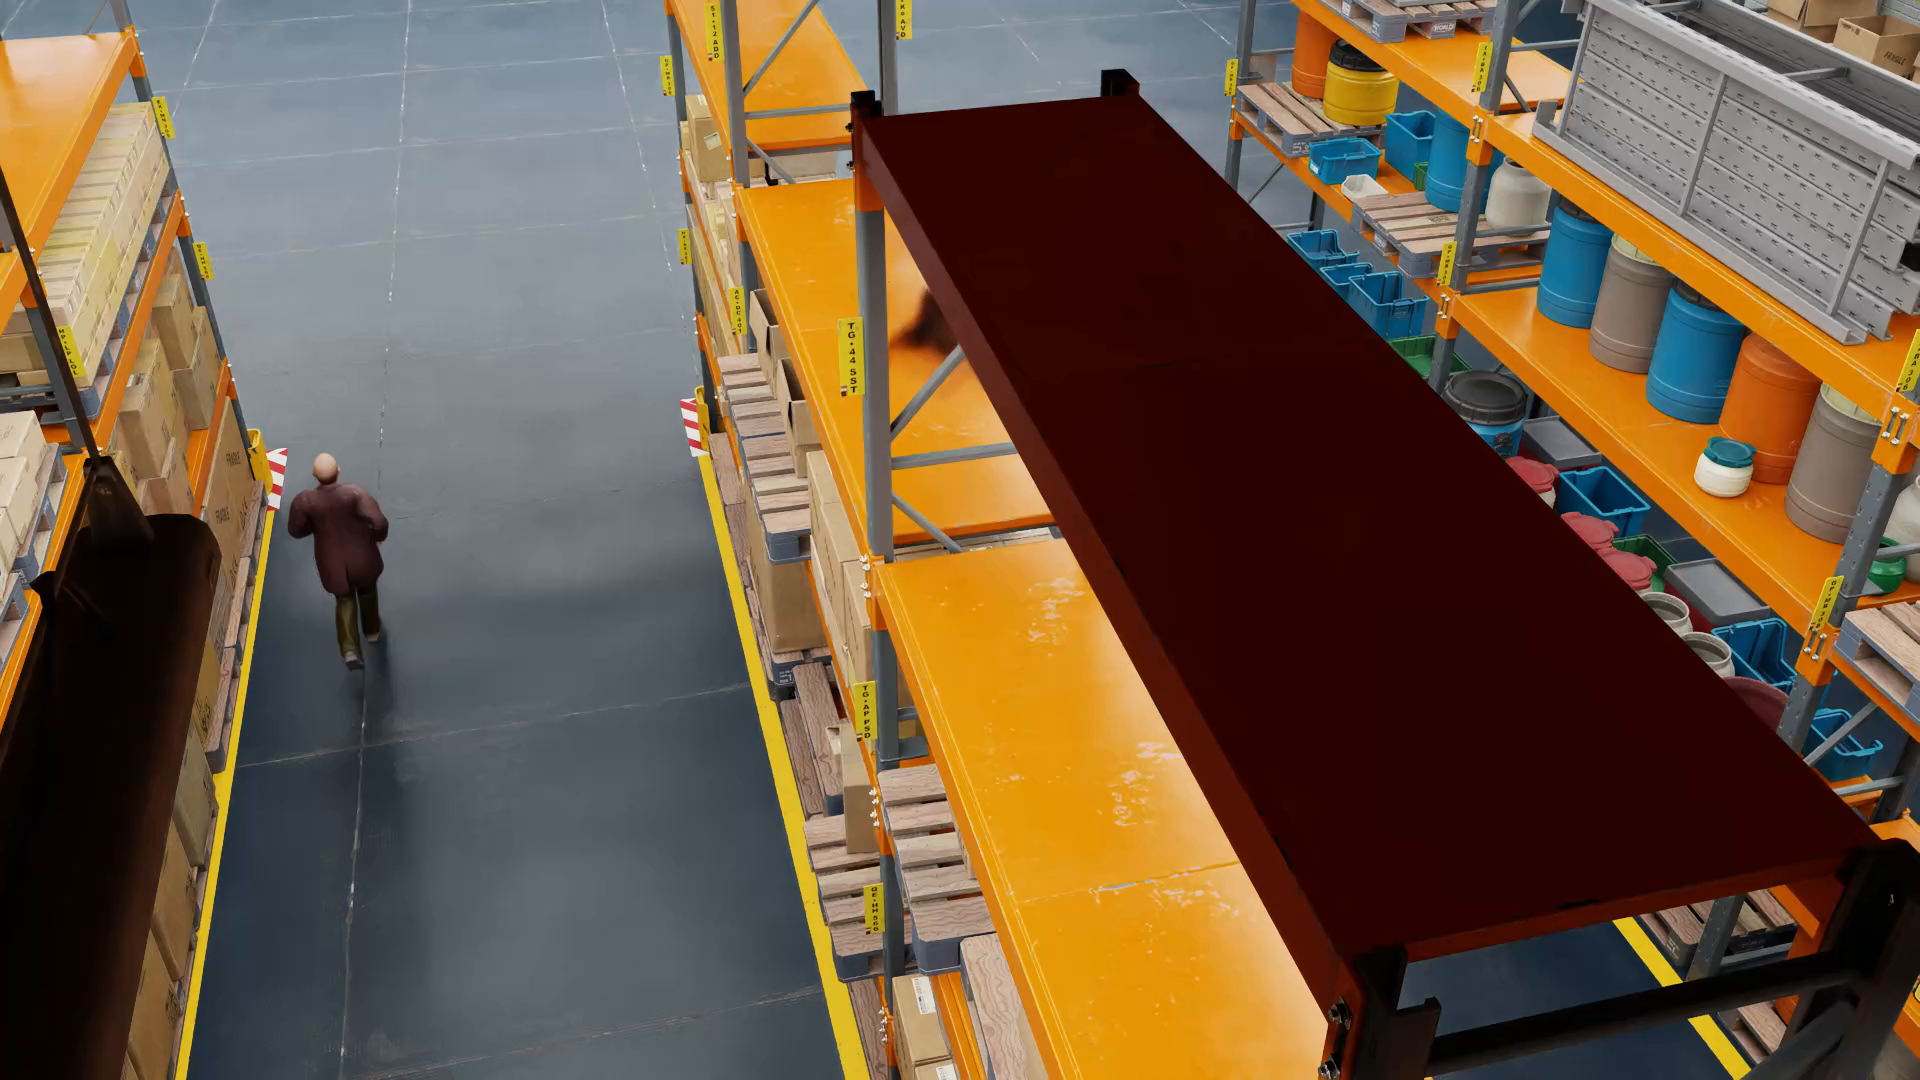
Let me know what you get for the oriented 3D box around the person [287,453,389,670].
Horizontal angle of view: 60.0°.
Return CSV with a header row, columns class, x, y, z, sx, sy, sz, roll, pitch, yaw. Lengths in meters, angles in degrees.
class,x,y,z,sx,sy,sz,roll,pitch,yaw
person,-4.525,0.171,12.324,0.713,1.684,0.937,-9,35,-12
